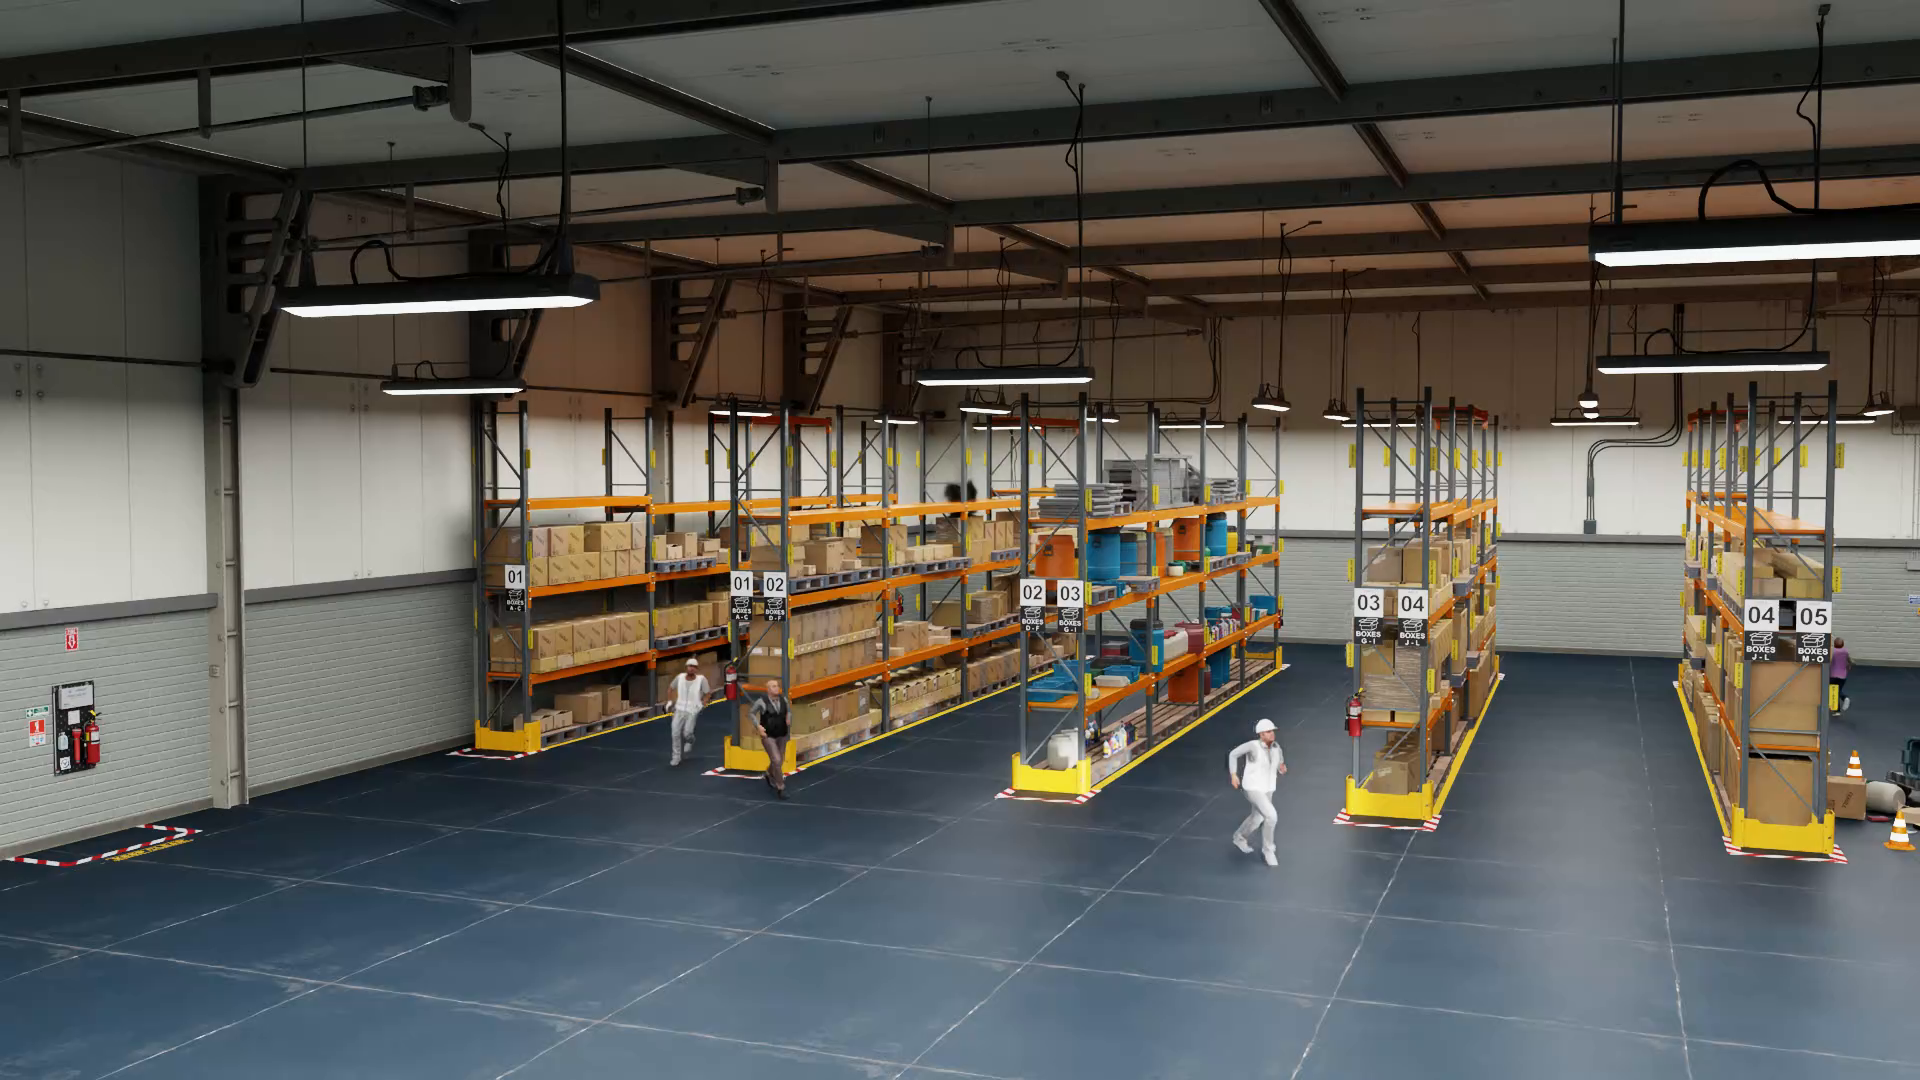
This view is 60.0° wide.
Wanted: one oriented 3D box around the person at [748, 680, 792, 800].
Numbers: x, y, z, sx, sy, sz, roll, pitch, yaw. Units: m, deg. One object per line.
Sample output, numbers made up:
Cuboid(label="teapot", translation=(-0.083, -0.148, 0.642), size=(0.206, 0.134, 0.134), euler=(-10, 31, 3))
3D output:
Cuboid(label="person", translation=(-2.788, 2.941, 24.715), size=(0.668, 1.731, 0.856), euler=(-2, 3, -37))

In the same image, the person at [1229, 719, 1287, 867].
Cuboid(label="person", translation=(3.710, 3.117, 20.695), size=(0.679, 1.812, 0.849), euler=(-2, 3, -34))

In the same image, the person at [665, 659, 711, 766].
Cuboid(label="person", translation=(-4.485, 2.819, 27.473), size=(0.725, 1.746, 0.690), euler=(0, 3, 4))

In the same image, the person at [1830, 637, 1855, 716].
Cuboid(label="person", translation=(17.079, 2.664, 32.333), size=(0.543, 1.559, 0.544), euler=(0, 3, 7))
